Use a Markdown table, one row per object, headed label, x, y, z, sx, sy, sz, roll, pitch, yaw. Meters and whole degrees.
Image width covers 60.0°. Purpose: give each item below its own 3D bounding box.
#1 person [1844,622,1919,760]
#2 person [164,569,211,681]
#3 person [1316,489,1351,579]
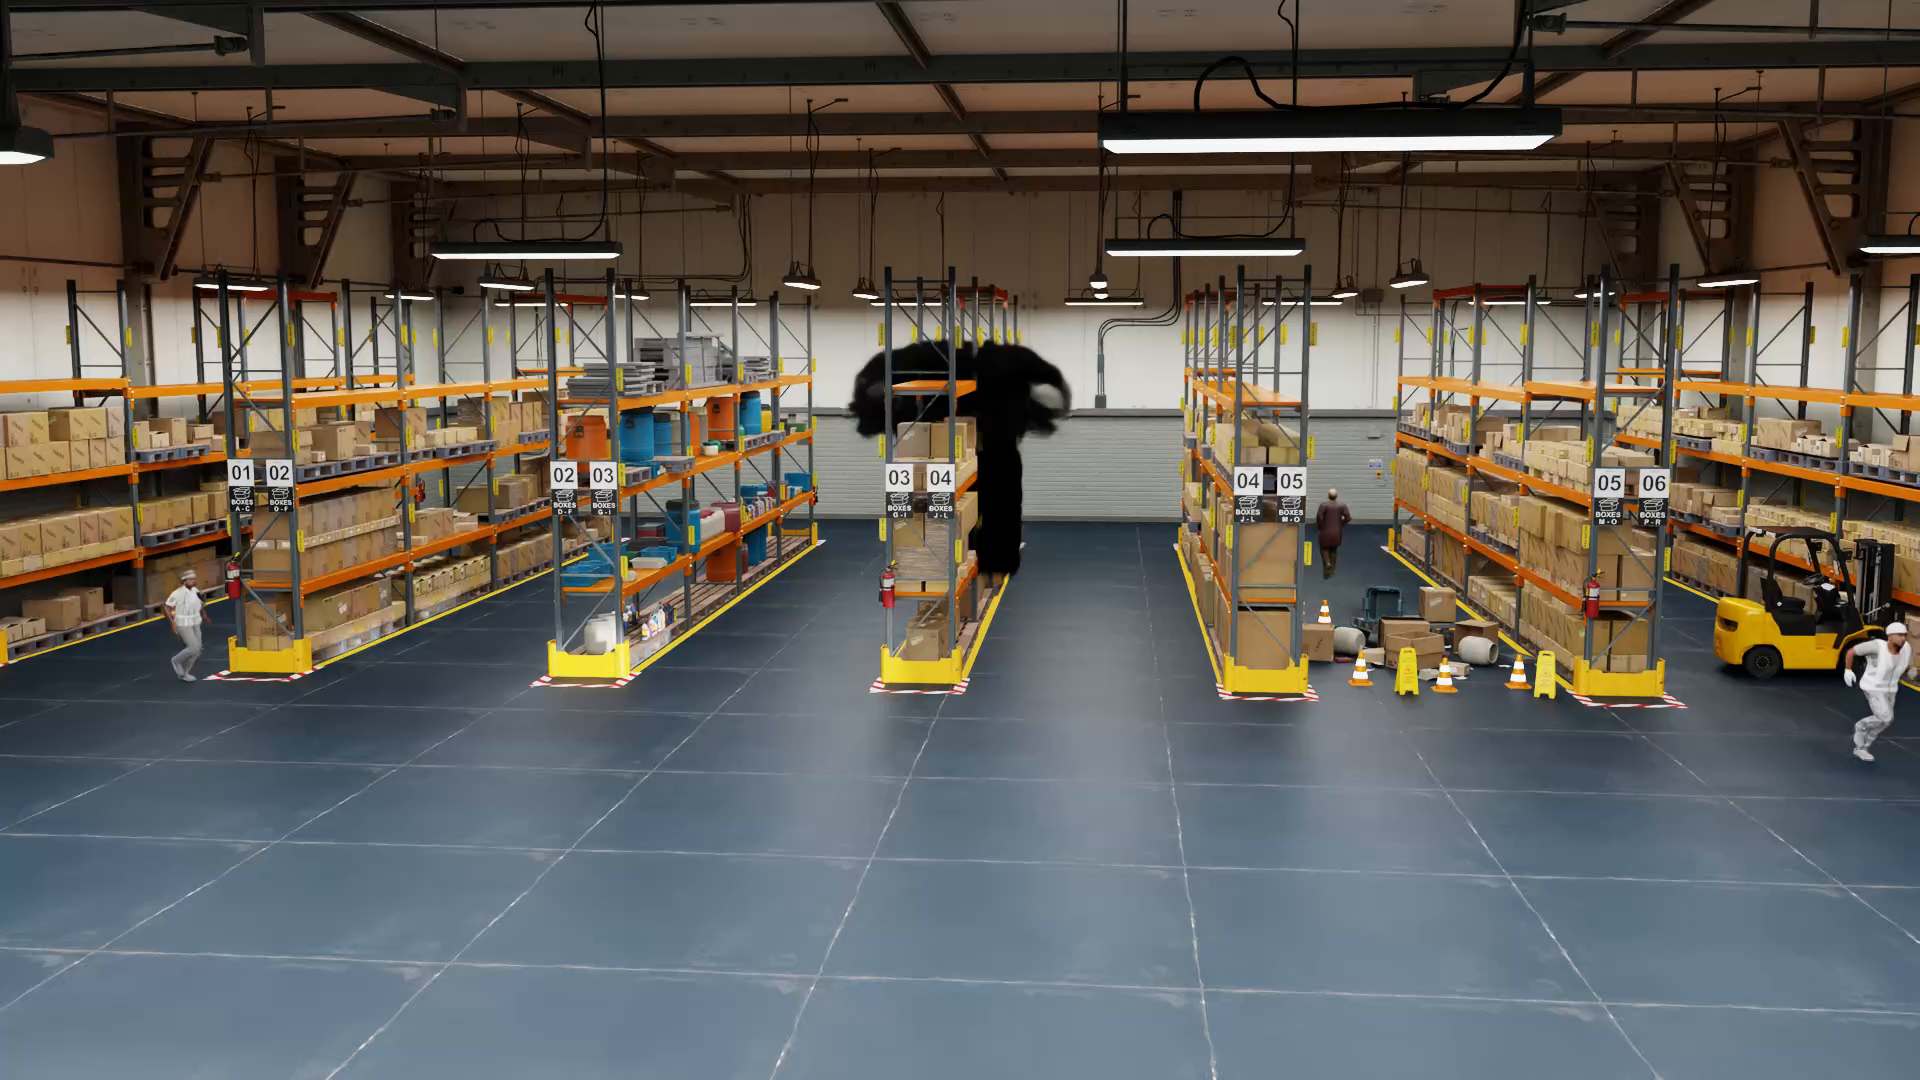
| label | x | y | z | sx | sy | sz | roll | pitch | yaw |
| --- | --- | --- | --- | --- | --- | --- | --- | --- | --- |
| person | 10.876 | 1.790 | 19.570 | 0.667 | 1.697 | 0.750 | -2 | 7 | -15 |
| person | -11.236 | 1.247 | 24.294 | 0.583 | 1.650 | 0.561 | 3 | 7 | 20 |
| person | 7.321 | -0.121 | 32.763 | 0.715 | 1.774 | 0.596 | 0 | 7 | -1 |
